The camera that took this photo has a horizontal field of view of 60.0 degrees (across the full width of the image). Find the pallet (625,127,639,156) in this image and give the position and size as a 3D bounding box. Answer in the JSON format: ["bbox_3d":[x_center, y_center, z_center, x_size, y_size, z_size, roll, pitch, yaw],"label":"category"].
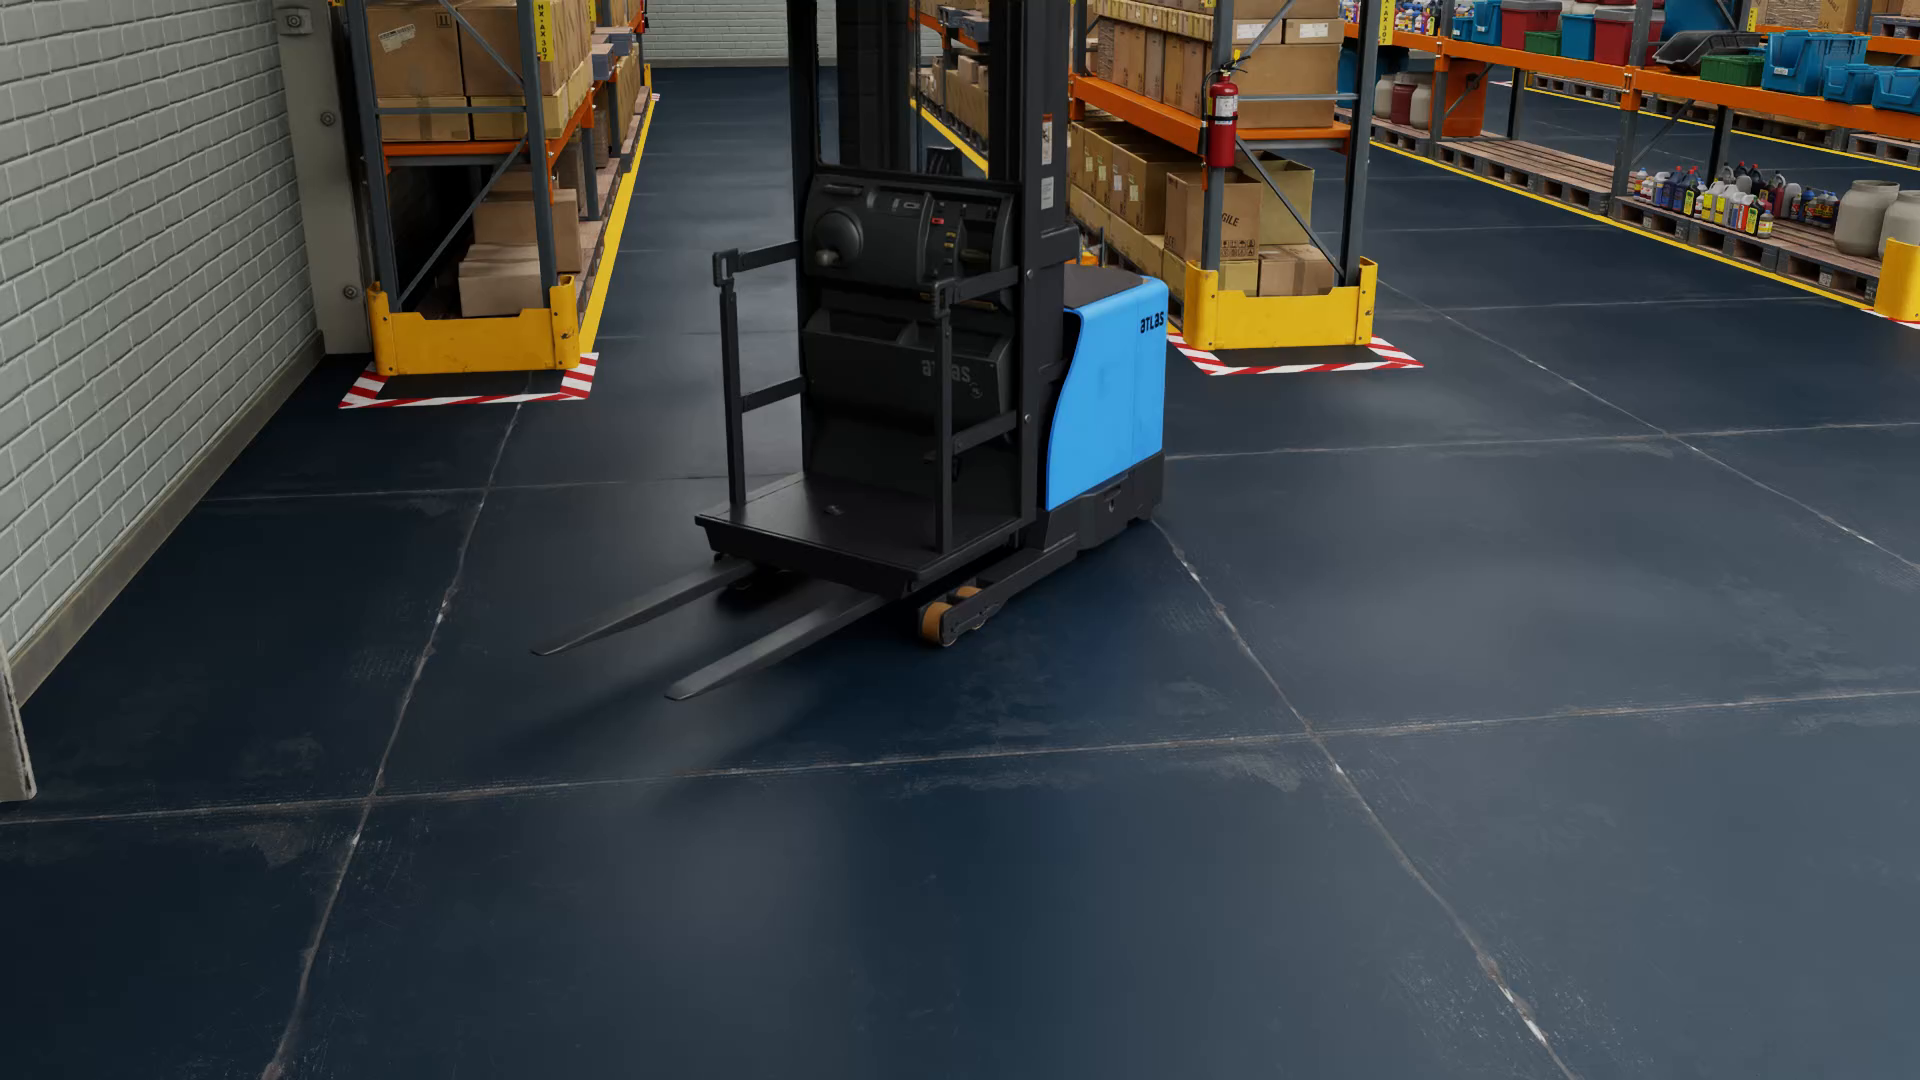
[{"bbox_3d":[-4.249,-4.595,19.218,1.003,0.211,1.213,-3,21,-8],"label":"pallet"}]

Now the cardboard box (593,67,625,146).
[{"bbox_3d":[-4.014,-4.654,17.863,0.750,0.750,0.750,-3,21,-8],"label":"cardboard box"}]

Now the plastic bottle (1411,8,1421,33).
[{"bbox_3d":[5.226,-5.949,19.042,0.097,0.271,0.097,0,20,0],"label":"plastic bottle"}]

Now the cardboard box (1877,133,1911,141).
[{"bbox_3d":[10.784,-4.757,18.609,0.700,0.500,0.500,-4,21,-11],"label":"cardboard box"}]

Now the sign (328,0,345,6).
[{"bbox_3d":[-3.436,-3.103,9.130,0.100,0.325,0.005,-3,21,-8],"label":"sign"}]

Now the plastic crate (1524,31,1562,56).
[{"bbox_3d":[5.812,-4.808,16.104,0.450,0.188,0.662,-3,21,-8],"label":"plastic crate"}]

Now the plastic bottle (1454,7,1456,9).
[{"bbox_3d":[5.867,-6.250,19.847,0.097,0.271,0.097,0,20,0],"label":"plastic bottle"}]

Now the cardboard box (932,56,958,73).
[{"bbox_3d":[0.011,-6.526,23.342,0.797,0.503,0.637,-3,21,-8],"label":"cardboard box"}]

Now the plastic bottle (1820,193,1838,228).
[{"bbox_3d":[6.917,-2.623,13.223,0.097,0.271,0.097,0,20,0],"label":"plastic bottle"}]

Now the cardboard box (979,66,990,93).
[{"bbox_3d":[0.484,-5.172,18.649,0.500,0.250,0.500,-2,21,-6],"label":"cardboard box"}]

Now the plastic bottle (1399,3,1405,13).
[{"bbox_3d":[5.237,-6.234,19.786,0.061,0.283,0.133,-3,21,-8],"label":"plastic bottle"}]

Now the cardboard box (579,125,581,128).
[{"bbox_3d":[-3.823,-3.637,15.610,0.700,0.500,0.500,-3,21,-8],"label":"cardboard box"}]

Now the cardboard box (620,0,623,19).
[{"bbox_3d":[-4.074,-6.114,18.701,0.500,0.500,0.500,-2,21,-6],"label":"cardboard box"}]

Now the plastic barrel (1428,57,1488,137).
[{"bbox_3d":[5.679,-5.052,18.956,0.600,0.830,0.708,-3,21,-8],"label":"plastic barrel"}]

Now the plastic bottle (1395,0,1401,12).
[{"bbox_3d":[5.139,-6.251,19.737,0.144,0.351,0.185,-3,21,-8],"label":"plastic bottle"}]

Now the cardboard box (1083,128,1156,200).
[{"bbox_3d":[1.277,-2.980,13.167,0.500,0.500,0.500,-3,21,-8],"label":"cardboard box"}]

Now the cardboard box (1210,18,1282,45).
[{"bbox_3d":[1.773,-3.158,10.314,0.380,0.149,0.250,-3,21,-9],"label":"cardboard box"}]

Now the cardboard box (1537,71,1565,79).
[{"bbox_3d":[9.685,-7.706,25.999,0.875,0.875,0.875,-3,21,-8],"label":"cardboard box"}]

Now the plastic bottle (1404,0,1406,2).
[{"bbox_3d":[5.646,-6.763,21.107,0.144,0.351,0.185,-3,21,-8],"label":"plastic bottle"}]

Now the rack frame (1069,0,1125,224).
[{"bbox_3d":[1.440,-4.070,13.825,1.000,3.000,0.127,-3,21,-8],"label":"rack frame"}]

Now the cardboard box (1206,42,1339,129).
[{"bbox_3d":[1.962,-2.894,10.534,0.700,0.500,0.500,-3,21,-8],"label":"cardboard box"}]

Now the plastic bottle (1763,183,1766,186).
[{"bbox_3d":[6.813,-2.922,14.007,0.061,0.283,0.133,-2,21,-4],"label":"plastic bottle"}]

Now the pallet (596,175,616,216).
[{"bbox_3d":[-3.754,-3.205,15.495,1.003,0.211,1.213,-3,21,-8],"label":"pallet"}]

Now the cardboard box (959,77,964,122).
[{"bbox_3d":[0.268,-5.337,20.163,0.500,0.500,0.500,-3,21,-7],"label":"cardboard box"}]

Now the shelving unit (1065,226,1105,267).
[{"bbox_3d":[0.386,-0.888,7.876,0.503,1.200,0.258,12,23,30],"label":"shelving unit"}]

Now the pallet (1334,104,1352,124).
[{"bbox_3d":[5.259,-5.512,21.673,1.003,0.211,1.213,-3,21,-8],"label":"pallet"}]

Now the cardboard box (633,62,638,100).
[{"bbox_3d":[-4.761,-6.230,22.582,0.700,0.500,0.500,-2,21,-6],"label":"cardboard box"}]

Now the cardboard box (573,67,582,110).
[{"bbox_3d":[-2.868,-3.088,11.384,0.500,0.250,0.500,-3,21,-7],"label":"cardboard box"}]

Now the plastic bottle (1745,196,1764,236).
[{"bbox_3d":[6.186,-2.520,12.930,0.061,0.283,0.133,-2,21,-6],"label":"plastic bottle"}]

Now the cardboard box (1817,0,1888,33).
[{"bbox_3d":[10.351,-6.158,19.274,0.500,0.500,0.500,-2,21,-6],"label":"cardboard box"}]

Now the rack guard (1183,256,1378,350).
[{"bbox_3d":[2.021,-1.505,10.532,1.175,0.500,0.348,-3,21,-8],"label":"rack guard"}]

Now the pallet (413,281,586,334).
[{"bbox_3d":[-2.977,-1.437,10.761,1.003,0.211,1.213,-3,21,-8],"label":"pallet"}]

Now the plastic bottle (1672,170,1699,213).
[{"bbox_3d":[6.076,-2.917,13.897,0.144,0.351,0.185,-4,21,-10],"label":"plastic bottle"}]

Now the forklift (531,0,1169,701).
[{"bbox_3d":[-0.323,-1.166,6.148,1.130,2.935,3.031,13,24,31],"label":"forklift"}]

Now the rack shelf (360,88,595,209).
[{"bbox_3d":[-3.173,-2.789,11.424,1.077,0.370,4.000,-3,21,-8],"label":"rack shelf"}]

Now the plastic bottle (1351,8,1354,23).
[{"bbox_3d":[4.950,-6.580,20.830,0.097,0.201,0.097,0,20,0],"label":"plastic bottle"}]

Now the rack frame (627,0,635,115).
[{"bbox_3d":[-4.614,-6.588,20.569,1.000,3.000,0.127,-3,21,-8],"label":"rack frame"}]

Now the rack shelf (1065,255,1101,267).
[{"bbox_3d":[0.388,-1.257,7.741,0.480,0.148,0.258,12,23,30],"label":"rack shelf"}]

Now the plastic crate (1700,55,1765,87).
[{"bbox_3d":[6.259,-3.735,13.231,0.450,0.188,0.662,-3,21,-8],"label":"plastic crate"}]

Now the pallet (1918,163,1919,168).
[{"bbox_3d":[10.951,-3.954,17.502,1.003,0.211,1.213,-3,21,-8],"label":"pallet"}]

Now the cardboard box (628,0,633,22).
[{"bbox_3d":[-4.676,-6.917,21.021,0.980,0.700,0.700,-3,21,-7],"label":"cardboard box"}]

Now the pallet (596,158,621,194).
[{"bbox_3d":[-3.926,-3.626,16.624,1.003,0.211,1.213,-3,21,-8],"label":"pallet"}]

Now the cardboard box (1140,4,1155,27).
[{"bbox_3d":[1.514,-3.781,11.983,0.380,0.149,0.250,-3,21,-8],"label":"cardboard box"}]

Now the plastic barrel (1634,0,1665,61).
[{"bbox_3d":[6.422,-4.724,15.383,0.433,0.535,0.433,0,20,0],"label":"plastic barrel"}]

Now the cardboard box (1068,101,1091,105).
[{"bbox_3d":[1.183,-4.457,17.390,0.500,0.311,0.500,-2,21,-6],"label":"cardboard box"}]

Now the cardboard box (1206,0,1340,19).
[{"bbox_3d":[1.955,-3.520,10.356,0.700,0.500,0.500,-3,21,-8],"label":"cardboard box"}]

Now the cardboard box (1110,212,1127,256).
[{"bbox_3d":[1.419,-2.283,12.371,0.500,0.250,0.500,-3,21,-8],"label":"cardboard box"}]

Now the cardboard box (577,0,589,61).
[{"bbox_3d":[-3.009,-3.788,12.186,0.500,0.500,0.500,-3,21,-8],"label":"cardboard box"}]

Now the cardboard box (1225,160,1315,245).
[{"bbox_3d":[2.086,-2.314,11.384,0.500,0.500,0.500,-3,21,-8],"label":"cardboard box"}]

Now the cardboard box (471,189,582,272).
[{"bbox_3d":[-3.033,-2.167,11.674,0.700,0.500,0.500,-4,21,-11],"label":"cardboard box"}]

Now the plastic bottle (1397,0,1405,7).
[{"bbox_3d":[5.530,-6.692,20.916,0.144,0.351,0.185,-3,21,-8],"label":"plastic bottle"}]

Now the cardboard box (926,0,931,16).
[{"bbox_3d":[-0.191,-7.403,22.606,0.500,0.500,0.500,-2,21,-7],"label":"cardboard box"}]

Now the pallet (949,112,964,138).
[{"bbox_3d":[0.442,-5.253,20.980,1.003,0.211,1.213,-3,21,-8],"label":"pallet"}]

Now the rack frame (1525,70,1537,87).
[{"bbox_3d":[9.514,-8.723,26.283,1.000,3.000,0.127,-3,21,-8],"label":"rack frame"}]
